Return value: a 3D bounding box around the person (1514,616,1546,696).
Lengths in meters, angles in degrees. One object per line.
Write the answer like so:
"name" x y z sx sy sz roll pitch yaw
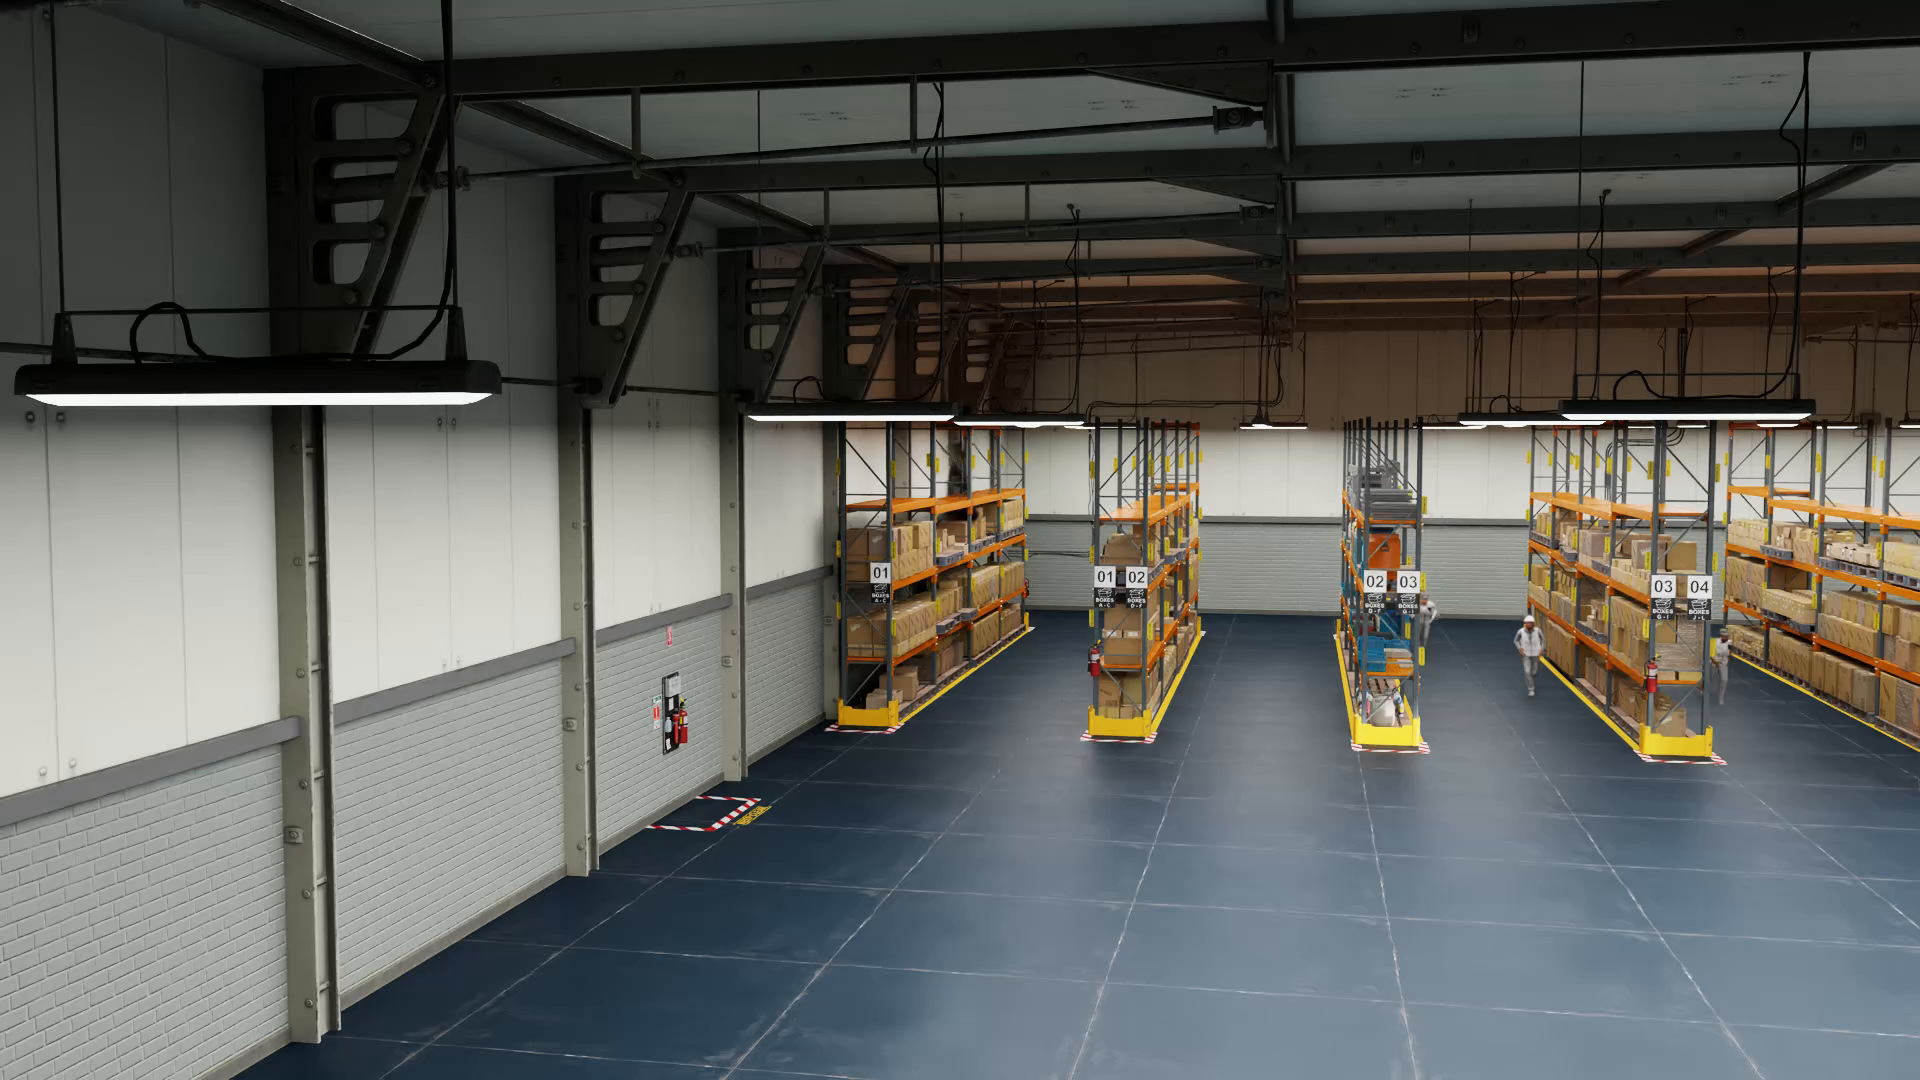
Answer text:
"person" 12.483 2.515 36.467 0.673 1.755 0.821 1 4 10

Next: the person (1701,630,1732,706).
"person" 16.047 2.660 35.266 0.601 1.628 0.911 0 4 -7

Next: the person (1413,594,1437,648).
"person" 11.944 2.168 42.833 0.623 1.632 0.873 0 4 7
